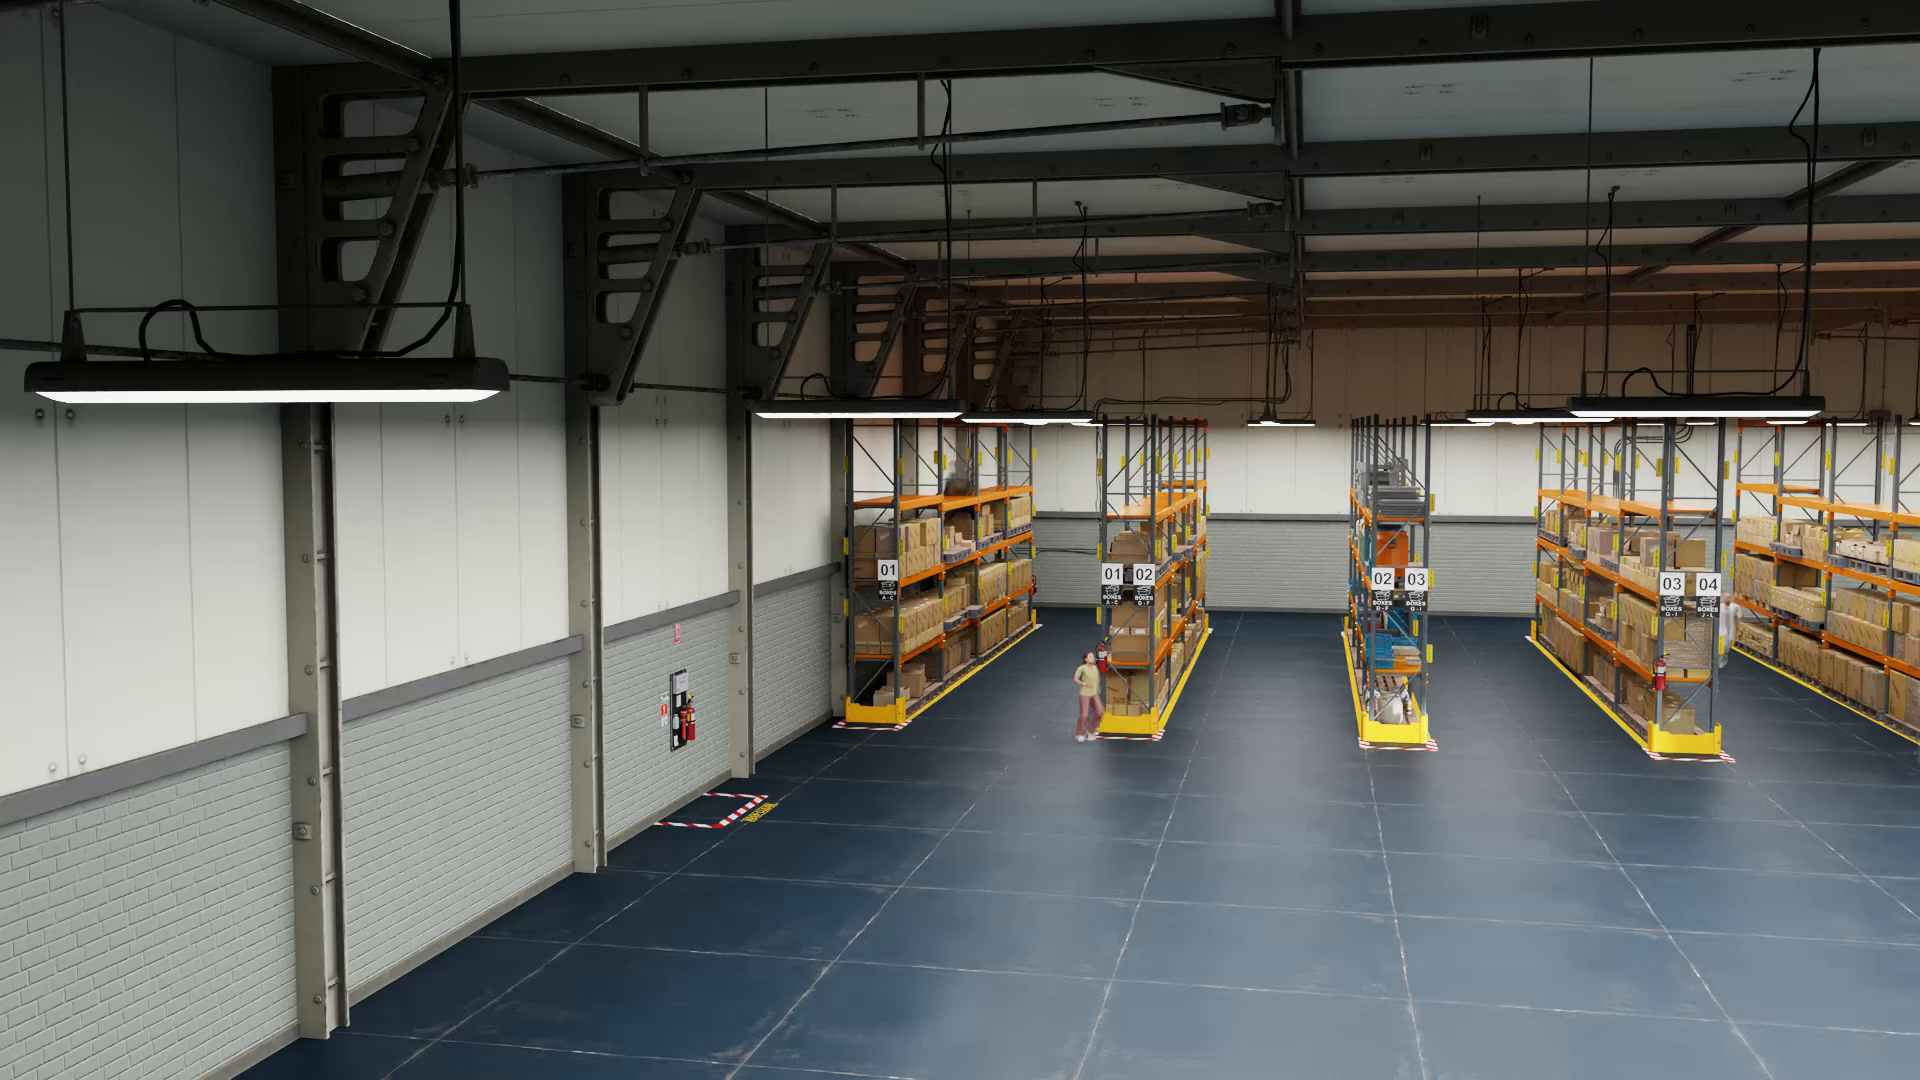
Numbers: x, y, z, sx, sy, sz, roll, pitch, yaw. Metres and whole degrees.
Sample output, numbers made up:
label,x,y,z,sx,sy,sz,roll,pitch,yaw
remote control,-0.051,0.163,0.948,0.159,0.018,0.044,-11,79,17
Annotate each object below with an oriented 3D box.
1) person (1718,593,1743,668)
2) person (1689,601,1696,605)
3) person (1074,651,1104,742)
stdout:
label,x,y,z,sx,sy,sz,roll,pitch,yaw
person,18.460,2.192,40.017,0.666,1.842,0.818,1,4,13
person,19.121,1.944,43.941,0.754,1.699,0.989,2,4,26
person,2.372,2.863,30.466,0.597,1.669,0.576,-2,4,-27
